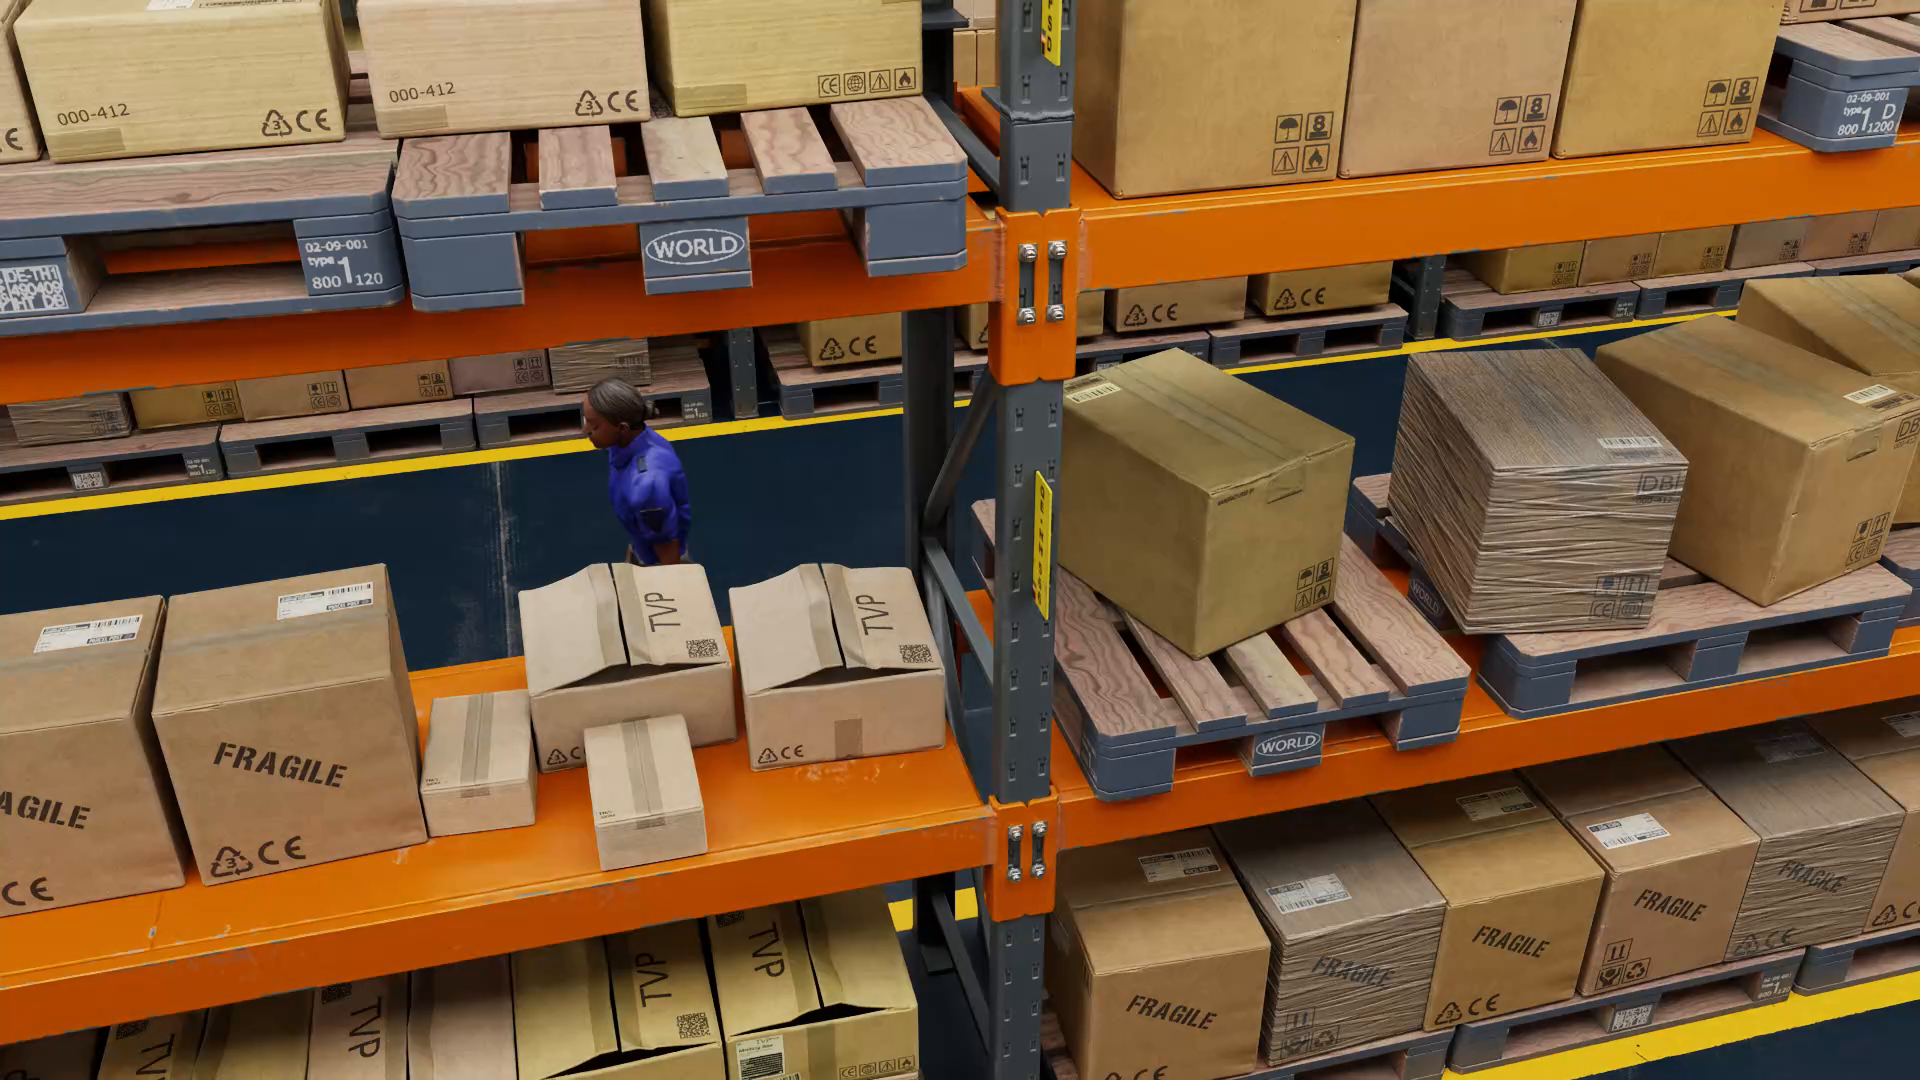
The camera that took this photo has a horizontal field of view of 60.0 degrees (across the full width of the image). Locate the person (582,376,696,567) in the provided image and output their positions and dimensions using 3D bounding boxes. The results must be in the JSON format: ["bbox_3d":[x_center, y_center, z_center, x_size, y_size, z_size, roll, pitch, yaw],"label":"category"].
[{"bbox_3d":[-1.086,0.161,5.860,0.346,1.656,0.531,-10,32,-16],"label":"person"}]
